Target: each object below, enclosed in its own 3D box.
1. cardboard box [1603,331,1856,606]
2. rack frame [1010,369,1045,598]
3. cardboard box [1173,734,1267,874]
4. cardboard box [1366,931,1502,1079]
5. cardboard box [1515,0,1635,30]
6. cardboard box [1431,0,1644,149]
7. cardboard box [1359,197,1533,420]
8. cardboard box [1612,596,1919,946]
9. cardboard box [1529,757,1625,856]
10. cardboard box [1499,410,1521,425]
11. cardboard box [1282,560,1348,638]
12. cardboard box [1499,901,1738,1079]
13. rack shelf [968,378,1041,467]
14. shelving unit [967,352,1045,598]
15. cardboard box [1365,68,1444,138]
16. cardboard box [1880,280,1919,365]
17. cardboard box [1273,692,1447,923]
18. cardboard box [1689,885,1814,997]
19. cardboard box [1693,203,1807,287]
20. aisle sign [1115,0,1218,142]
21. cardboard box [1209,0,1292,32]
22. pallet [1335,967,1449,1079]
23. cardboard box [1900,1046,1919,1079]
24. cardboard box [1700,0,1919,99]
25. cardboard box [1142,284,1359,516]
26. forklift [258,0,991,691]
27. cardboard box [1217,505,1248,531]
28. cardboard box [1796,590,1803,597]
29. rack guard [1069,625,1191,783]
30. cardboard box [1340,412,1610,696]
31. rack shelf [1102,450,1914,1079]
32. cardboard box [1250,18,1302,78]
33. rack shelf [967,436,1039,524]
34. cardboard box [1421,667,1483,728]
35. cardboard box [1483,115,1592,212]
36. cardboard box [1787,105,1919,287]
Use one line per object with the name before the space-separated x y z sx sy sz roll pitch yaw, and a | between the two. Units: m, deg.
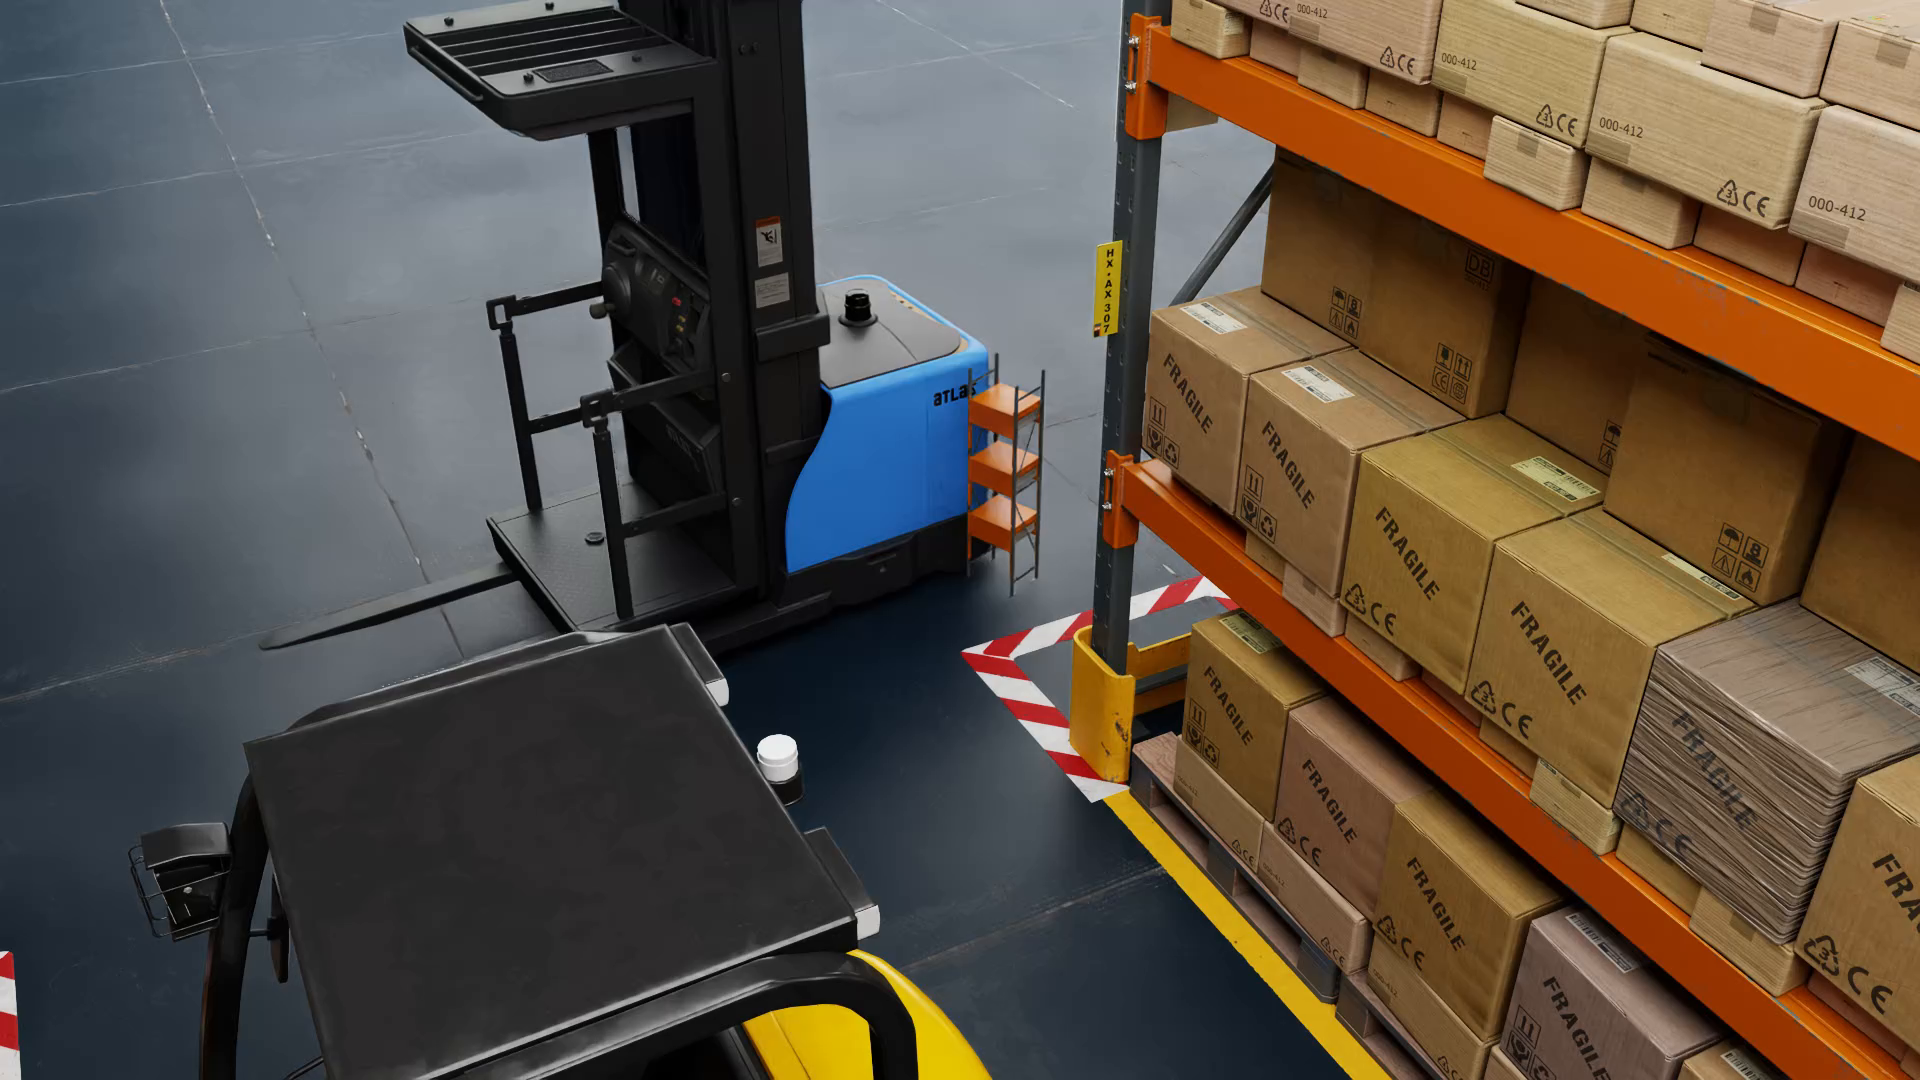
cardboard box | 2.066 -0.258 4.077 0.700 0.500 0.500 -16 36 -23
rack frame | 0.287 -0.227 7.131 0.008 1.050 0.200 24 40 32
cardboard box | 1.098 0.843 5.814 0.500 0.250 0.500 -16 36 -23
cardboard box | 1.595 1.345 5.029 0.500 0.250 0.500 -13 35 -20
cardboard box | 1.446 -1.236 3.612 0.380 0.149 0.250 -15 36 -22
cardboard box | 1.454 -1.128 3.812 0.500 0.250 0.500 -15 35 -22
cardboard box | 1.627 -0.749 4.843 0.700 0.500 0.500 -16 36 -23
cardboard box | 1.912 0.509 3.807 0.500 0.500 0.500 -15 36 -22
cardboard box | 1.691 0.618 4.238 0.380 0.149 0.250 -16 36 -23
cardboard box | 1.693 -0.330 5.117 0.500 0.500 0.500 -16 36 -23
cardboard box | 1.202 0.124 5.009 0.380 0.149 0.250 -15 36 -22
cardboard box | 1.841 1.281 4.435 0.500 0.500 0.500 -14 35 -21
rack shelf | 0.193 -0.499 7.048 0.240 0.259 0.215 24 40 32
shelving unit | 0.192 -0.269 7.196 0.252 1.050 0.215 24 40 32
cardboard box | 1.266 -1.160 4.233 0.380 0.149 0.250 -16 36 -23
cardboard box | 1.947 -0.410 3.061 0.380 0.149 0.250 -15 36 -22
cardboard box | 1.357 0.786 5.206 0.500 0.500 0.500 -17 36 -25
cardboard box | 1.935 0.861 3.858 0.380 0.149 0.250 -16 36 -24
cardboard box | 1.778 -0.677 3.478 0.380 0.149 0.250 -16 36 -24
aisle sign | 0.663 -1.639 5.118 0.394 0.787 0.004 -16 36 -23
cardboard box | 0.965 -1.611 4.567 0.500 0.250 0.500 -17 36 -24
pallet | 1.914 1.596 5.064 1.003 0.211 1.213 -16 36 -23
cardboard box | 2.237 1.084 3.511 0.380 0.149 0.250 -16 36 -23
cardboard box | 1.683 -0.989 3.227 0.380 0.149 0.250 -15 36 -22
cardboard box | 0.942 -0.464 5.326 0.500 0.500 0.500 -16 36 -24
forklift | -1.376 -0.929 6.483 3.031 2.935 1.130 -19 37 -27
cardboard box | 1.072 -0.156 5.446 0.380 0.149 0.250 -15 36 -22
cardboard box | 2.143 0.156 4.358 0.500 0.500 0.500 -15 36 -23
rack guard | 1.002 0.496 6.512 1.175 0.500 0.348 -16 36 -23
cardboard box | 1.425 0.025 4.562 0.500 0.500 0.500 -17 36 -24
rack shelf | 1.899 0.665 4.599 1.077 0.370 4.000 -16 36 -23
cardboard box | 1.036 -1.407 4.618 0.380 0.149 0.250 -17 36 -25
rack shelf | 0.192 -0.260 7.201 0.240 0.259 0.215 24 40 32
cardboard box | 1.528 0.350 4.656 0.380 0.149 0.250 -15 35 -22
cardboard box | 1.440 -0.894 3.818 0.380 0.149 0.250 -15 36 -23
cardboard box | 1.926 -0.640 3.051 0.500 0.250 0.500 -16 36 -24
